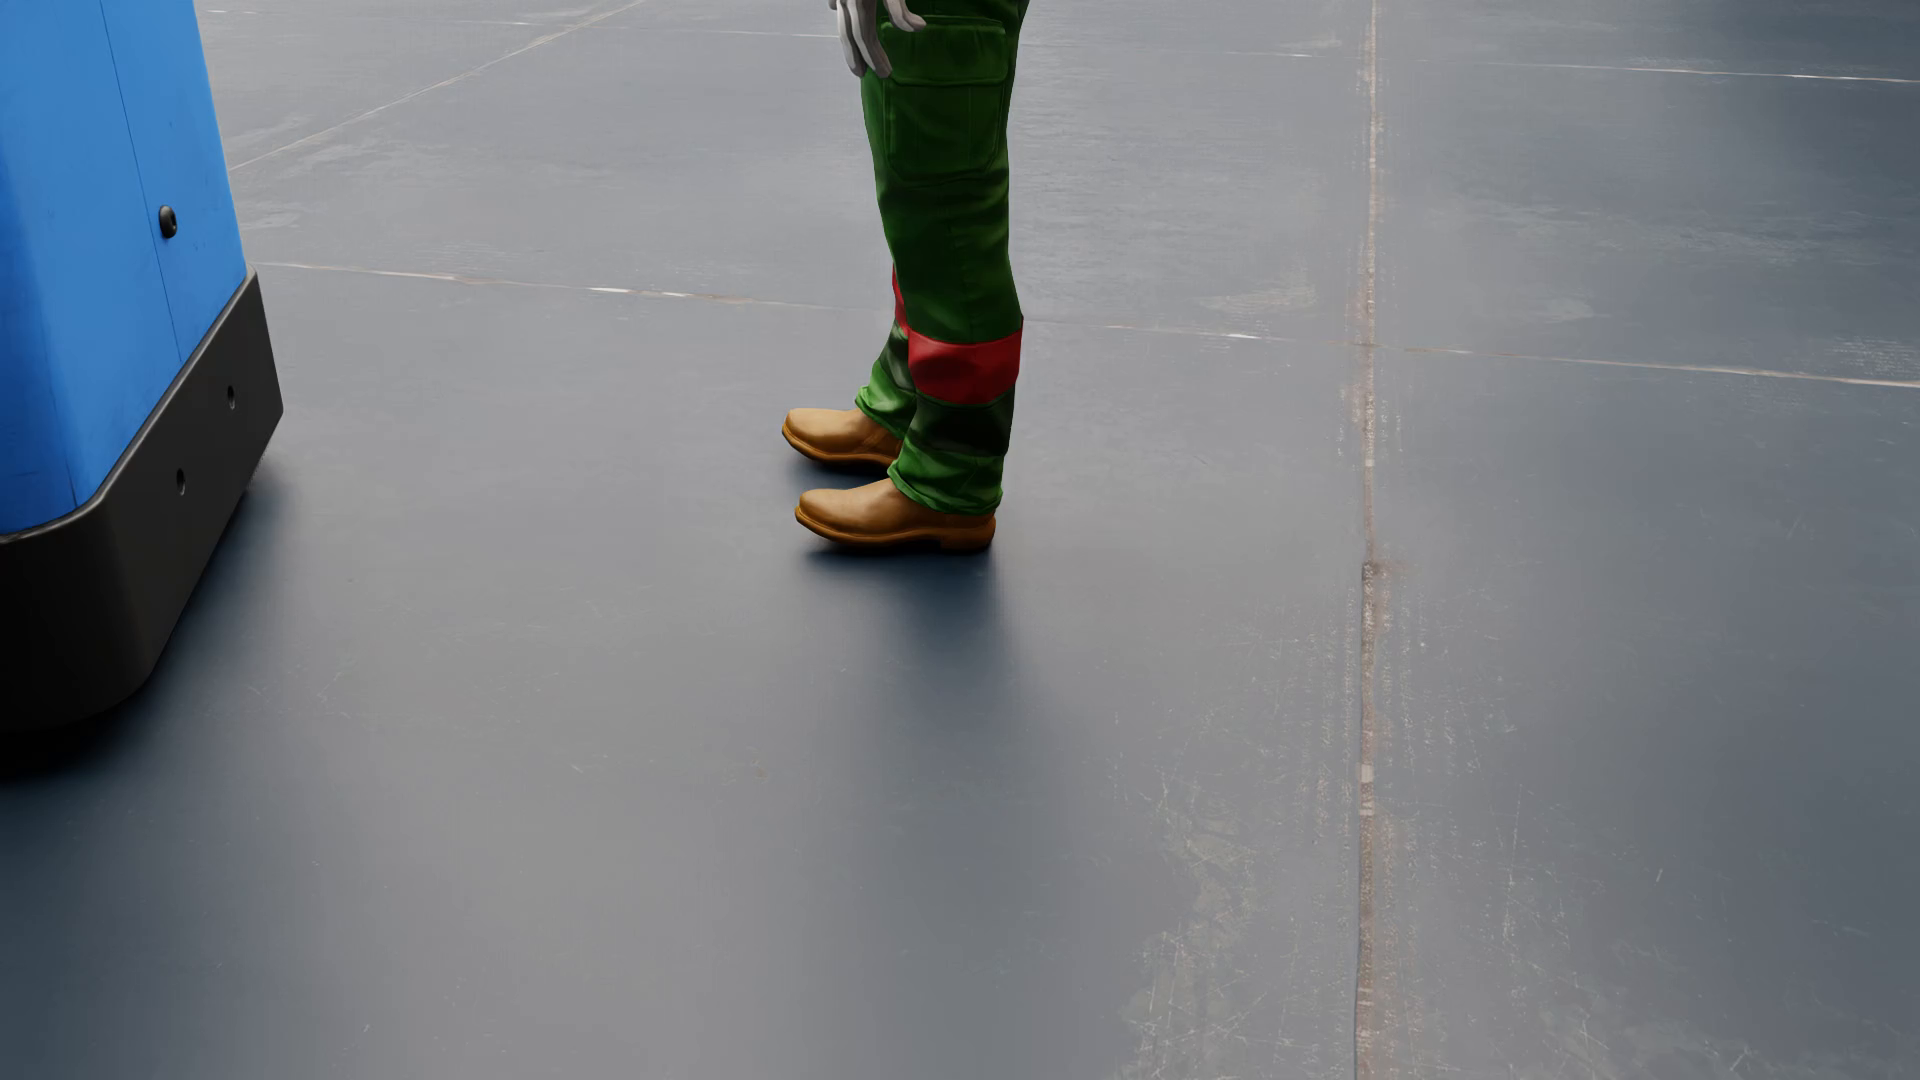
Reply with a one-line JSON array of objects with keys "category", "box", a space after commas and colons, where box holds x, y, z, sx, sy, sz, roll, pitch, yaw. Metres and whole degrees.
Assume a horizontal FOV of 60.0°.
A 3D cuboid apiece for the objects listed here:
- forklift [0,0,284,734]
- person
[{"category": "forklift", "box": [-2.544, -1.152, 1.529, 3.031, 2.935, 1.130, -4, 27, -9]}, {"category": "person", "box": [-0.076, -0.818, 2.120, 0.562, 1.787, 0.638, 6, 27, 11]}]
